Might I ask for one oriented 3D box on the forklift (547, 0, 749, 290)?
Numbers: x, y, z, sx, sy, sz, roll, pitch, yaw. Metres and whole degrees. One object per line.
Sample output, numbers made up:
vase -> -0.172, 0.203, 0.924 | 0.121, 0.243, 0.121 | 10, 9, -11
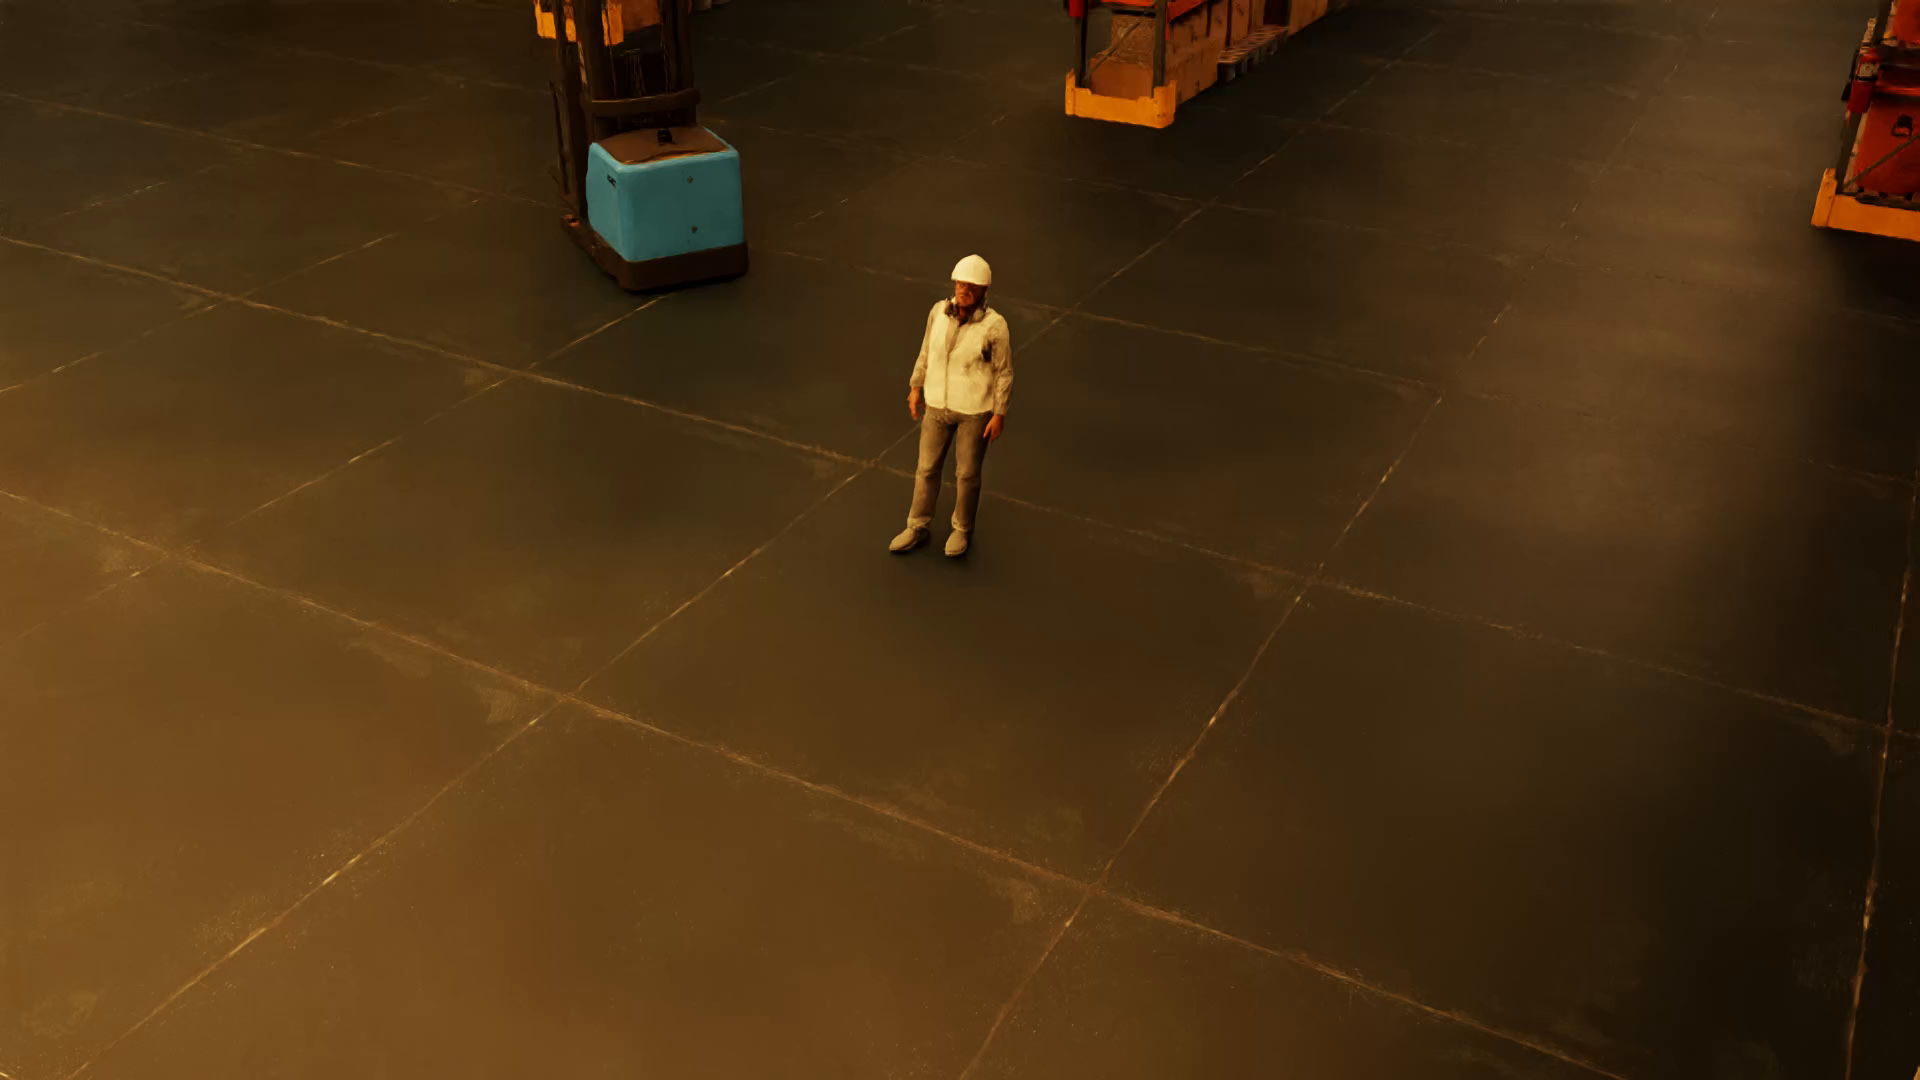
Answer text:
forklift -> -2.879, -3.984, 13.974 | 1.130, 2.935, 3.031 | -15, 33, -24

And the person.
person -> -0.037, -0.749, 9.512 | 0.632, 1.773, 0.567 | 15, 33, 25
